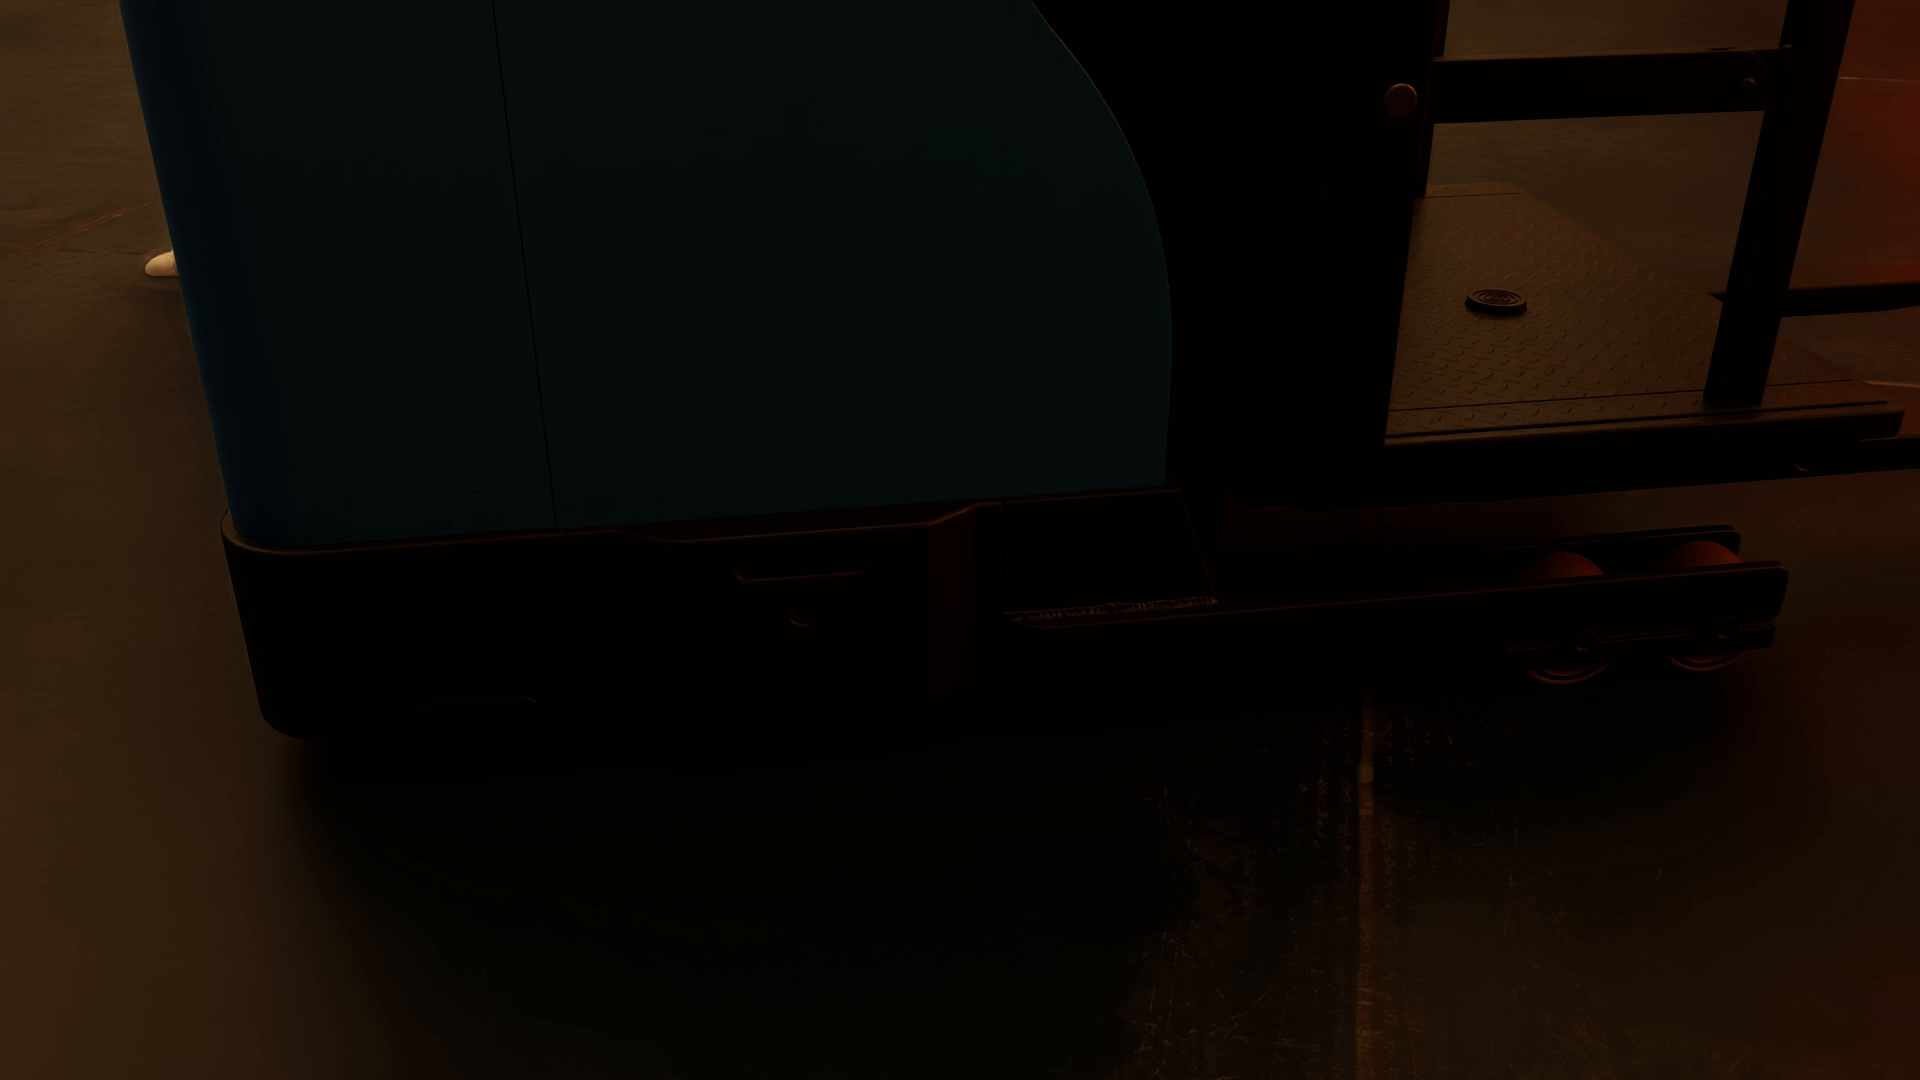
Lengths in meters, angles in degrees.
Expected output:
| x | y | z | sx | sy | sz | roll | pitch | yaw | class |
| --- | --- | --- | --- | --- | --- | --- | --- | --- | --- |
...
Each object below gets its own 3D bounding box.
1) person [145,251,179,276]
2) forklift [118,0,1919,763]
| x | y | z | sx | sy | sz | roll | pitch | yaw | class |
| --- | --- | --- | --- | --- | --- | --- | --- | --- | --- |
| -1.399 | -1.213 | 3.139 | 0.895 | 1.633 | 0.400 | 18 | 32 | 32 | person |
| 0.600 | -1.354 | 1.930 | 3.031 | 2.935 | 1.130 | -4 | 27 | -9 | forklift |
